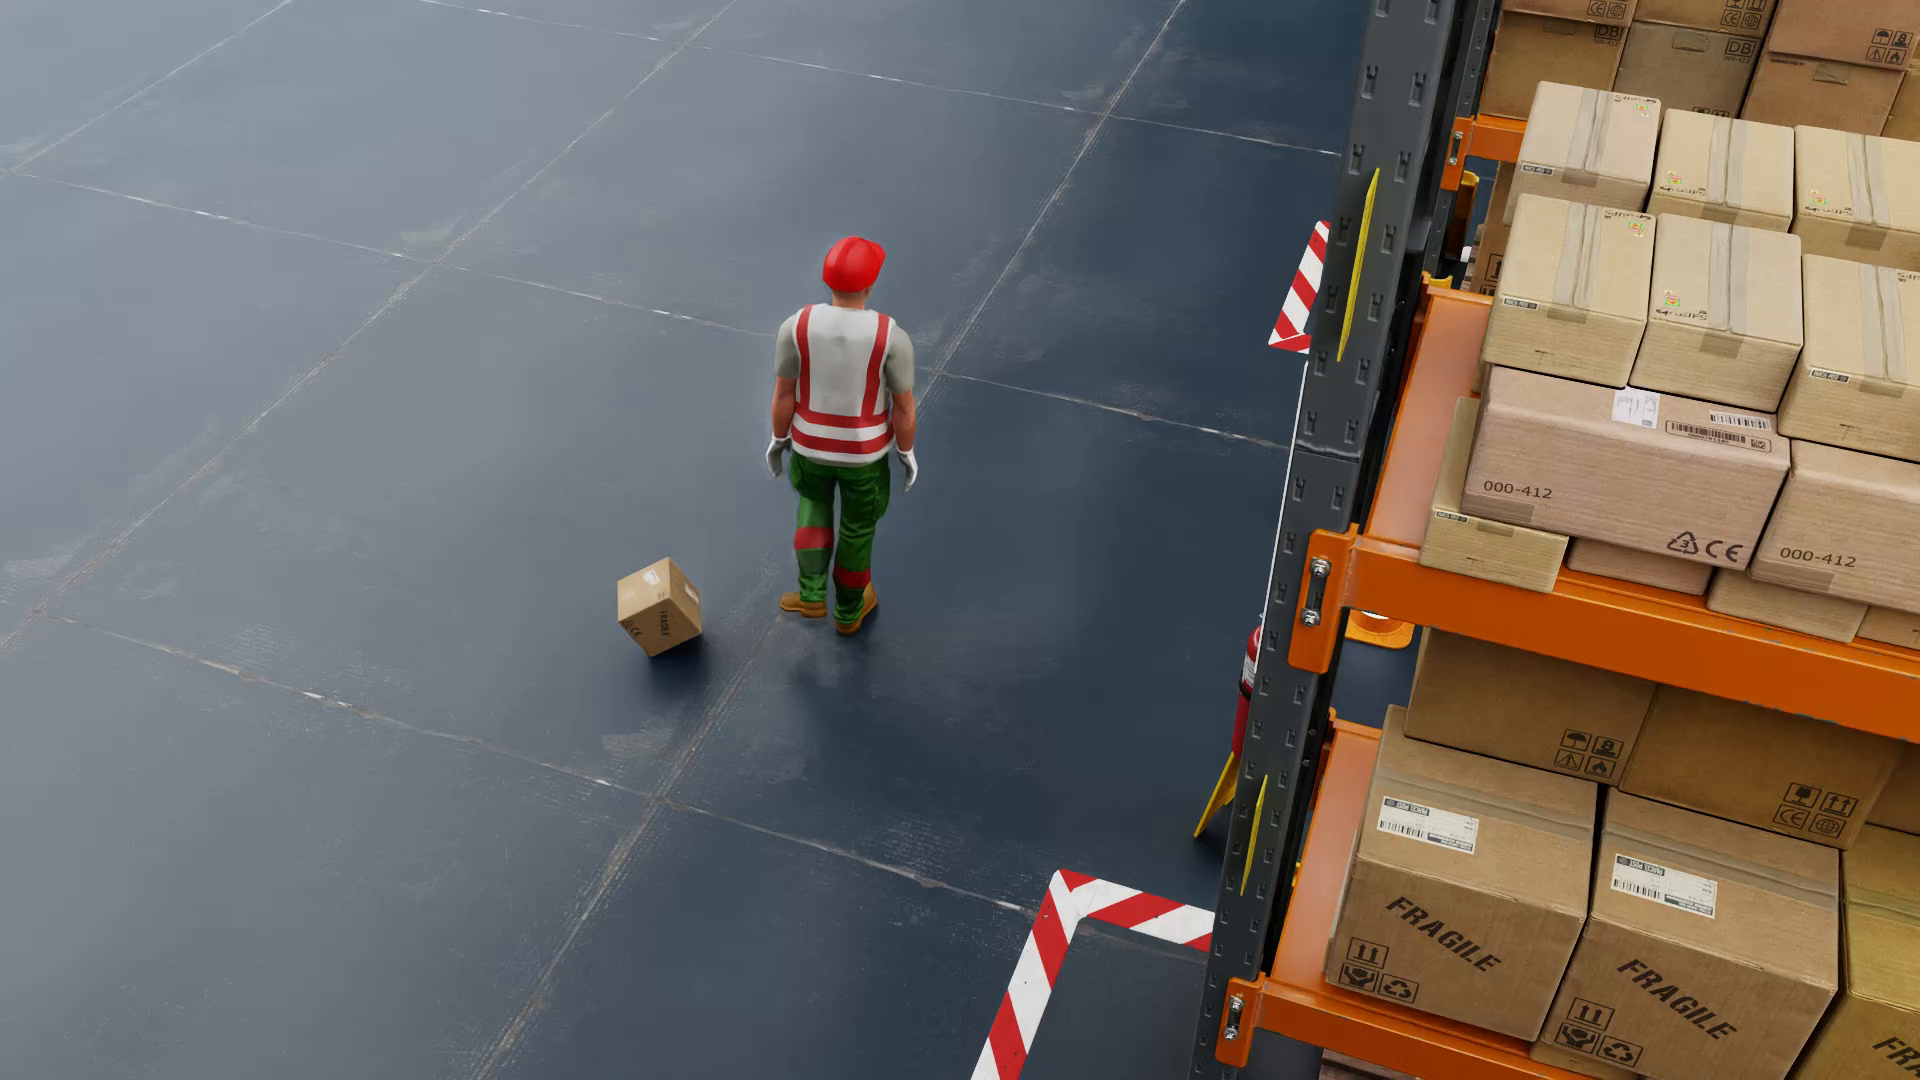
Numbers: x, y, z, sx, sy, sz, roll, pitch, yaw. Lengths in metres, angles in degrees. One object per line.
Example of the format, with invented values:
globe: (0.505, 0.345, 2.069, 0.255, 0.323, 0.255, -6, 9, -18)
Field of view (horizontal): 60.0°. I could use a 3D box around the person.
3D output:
person: (-0.464, -0.354, 6.534, 0.596, 1.782, 0.530, 7, 42, 8)
